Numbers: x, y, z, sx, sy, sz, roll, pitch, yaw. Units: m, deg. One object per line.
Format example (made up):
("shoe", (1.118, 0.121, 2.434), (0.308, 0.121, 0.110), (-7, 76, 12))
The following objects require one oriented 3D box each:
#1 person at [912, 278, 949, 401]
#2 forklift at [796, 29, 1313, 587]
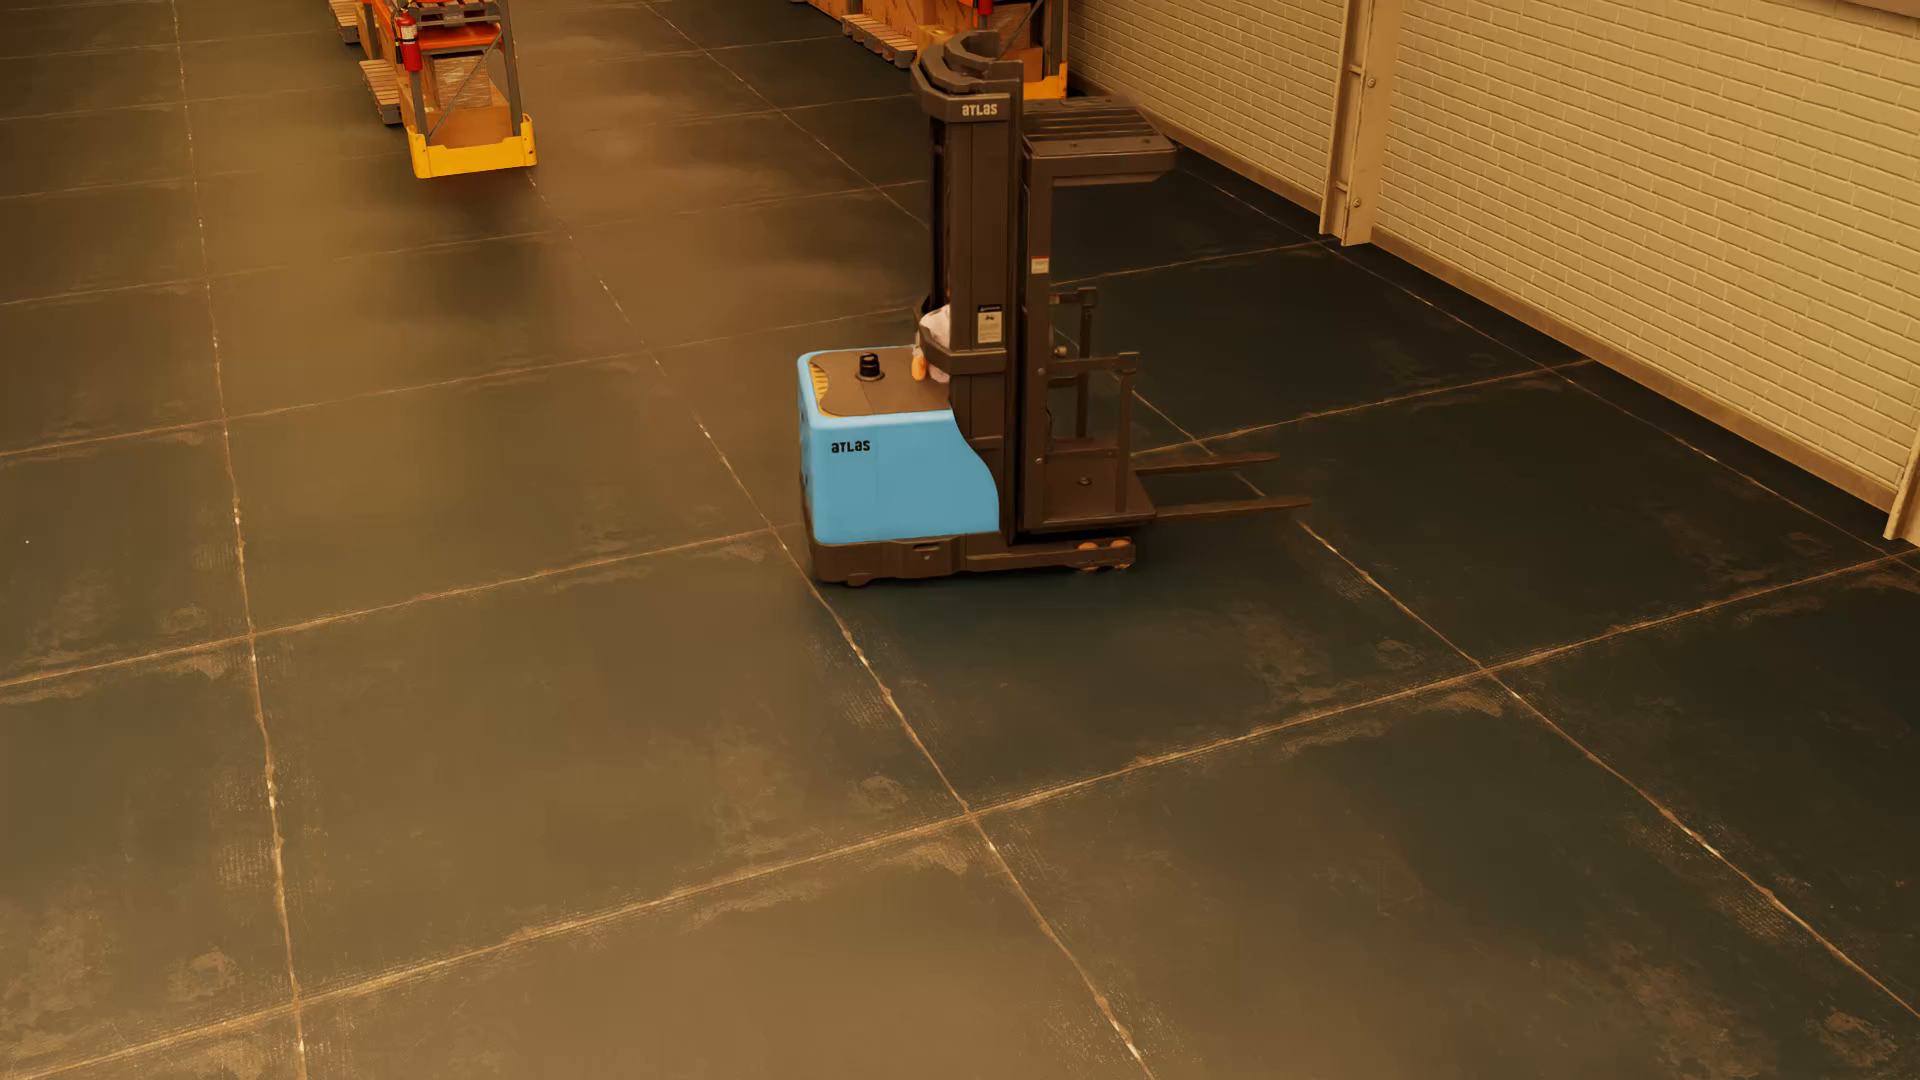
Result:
("person", (0.015, -0.714, 9.557), (0.598, 1.642, 0.502), (-12, 32, -20))
("forklift", (0.584, -1.343, 9.468), (3.031, 2.935, 1.130), (-5, 30, -8))
